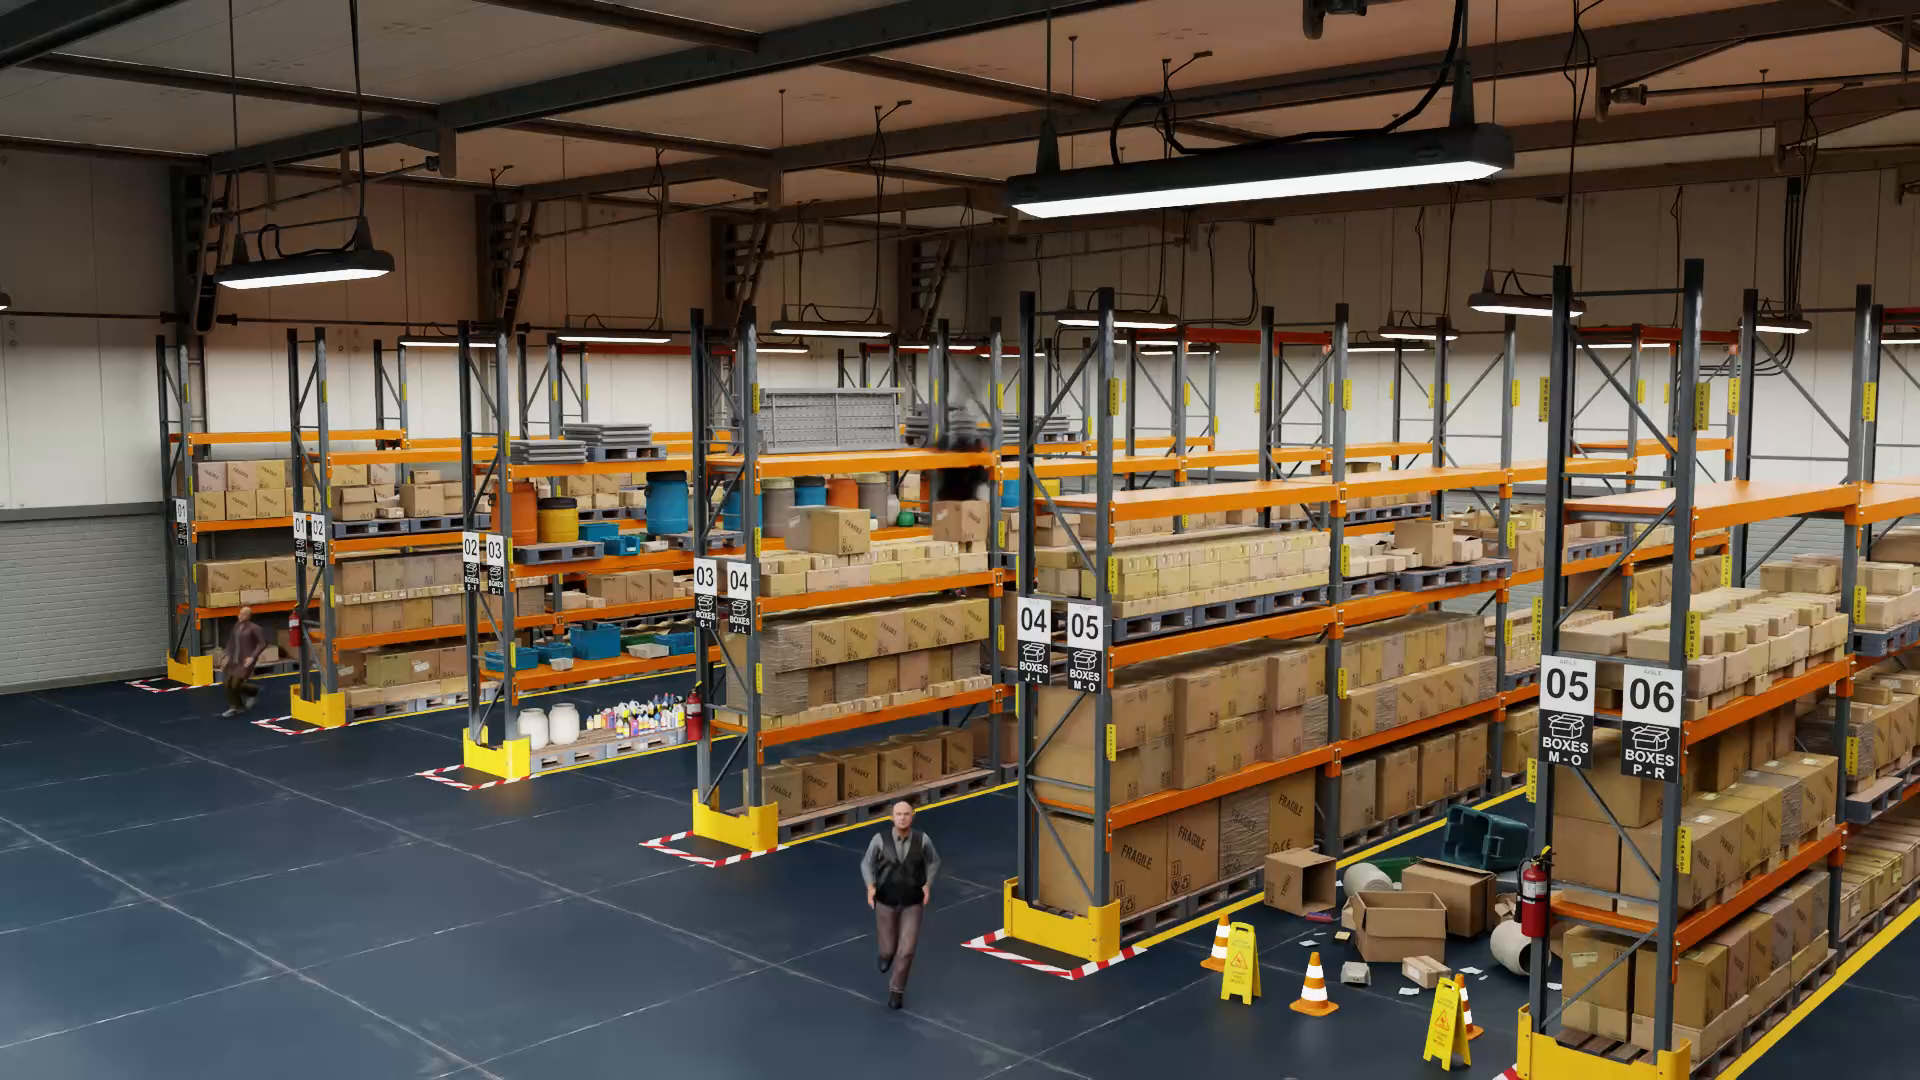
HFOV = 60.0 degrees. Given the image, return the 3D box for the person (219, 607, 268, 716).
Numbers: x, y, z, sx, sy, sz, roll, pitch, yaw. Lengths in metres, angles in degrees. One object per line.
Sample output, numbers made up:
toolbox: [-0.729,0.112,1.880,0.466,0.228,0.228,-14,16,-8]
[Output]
person: [-11.147,1.901,25.946,0.755,1.702,0.607,3,6,27]

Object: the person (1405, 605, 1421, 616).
person: [7.310,1.799,26.876,0.631,1.711,0.816,5,7,41]

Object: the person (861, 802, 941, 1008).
person: [-0.493,3.027,13.991,0.676,1.681,0.708,0,5,-4]
